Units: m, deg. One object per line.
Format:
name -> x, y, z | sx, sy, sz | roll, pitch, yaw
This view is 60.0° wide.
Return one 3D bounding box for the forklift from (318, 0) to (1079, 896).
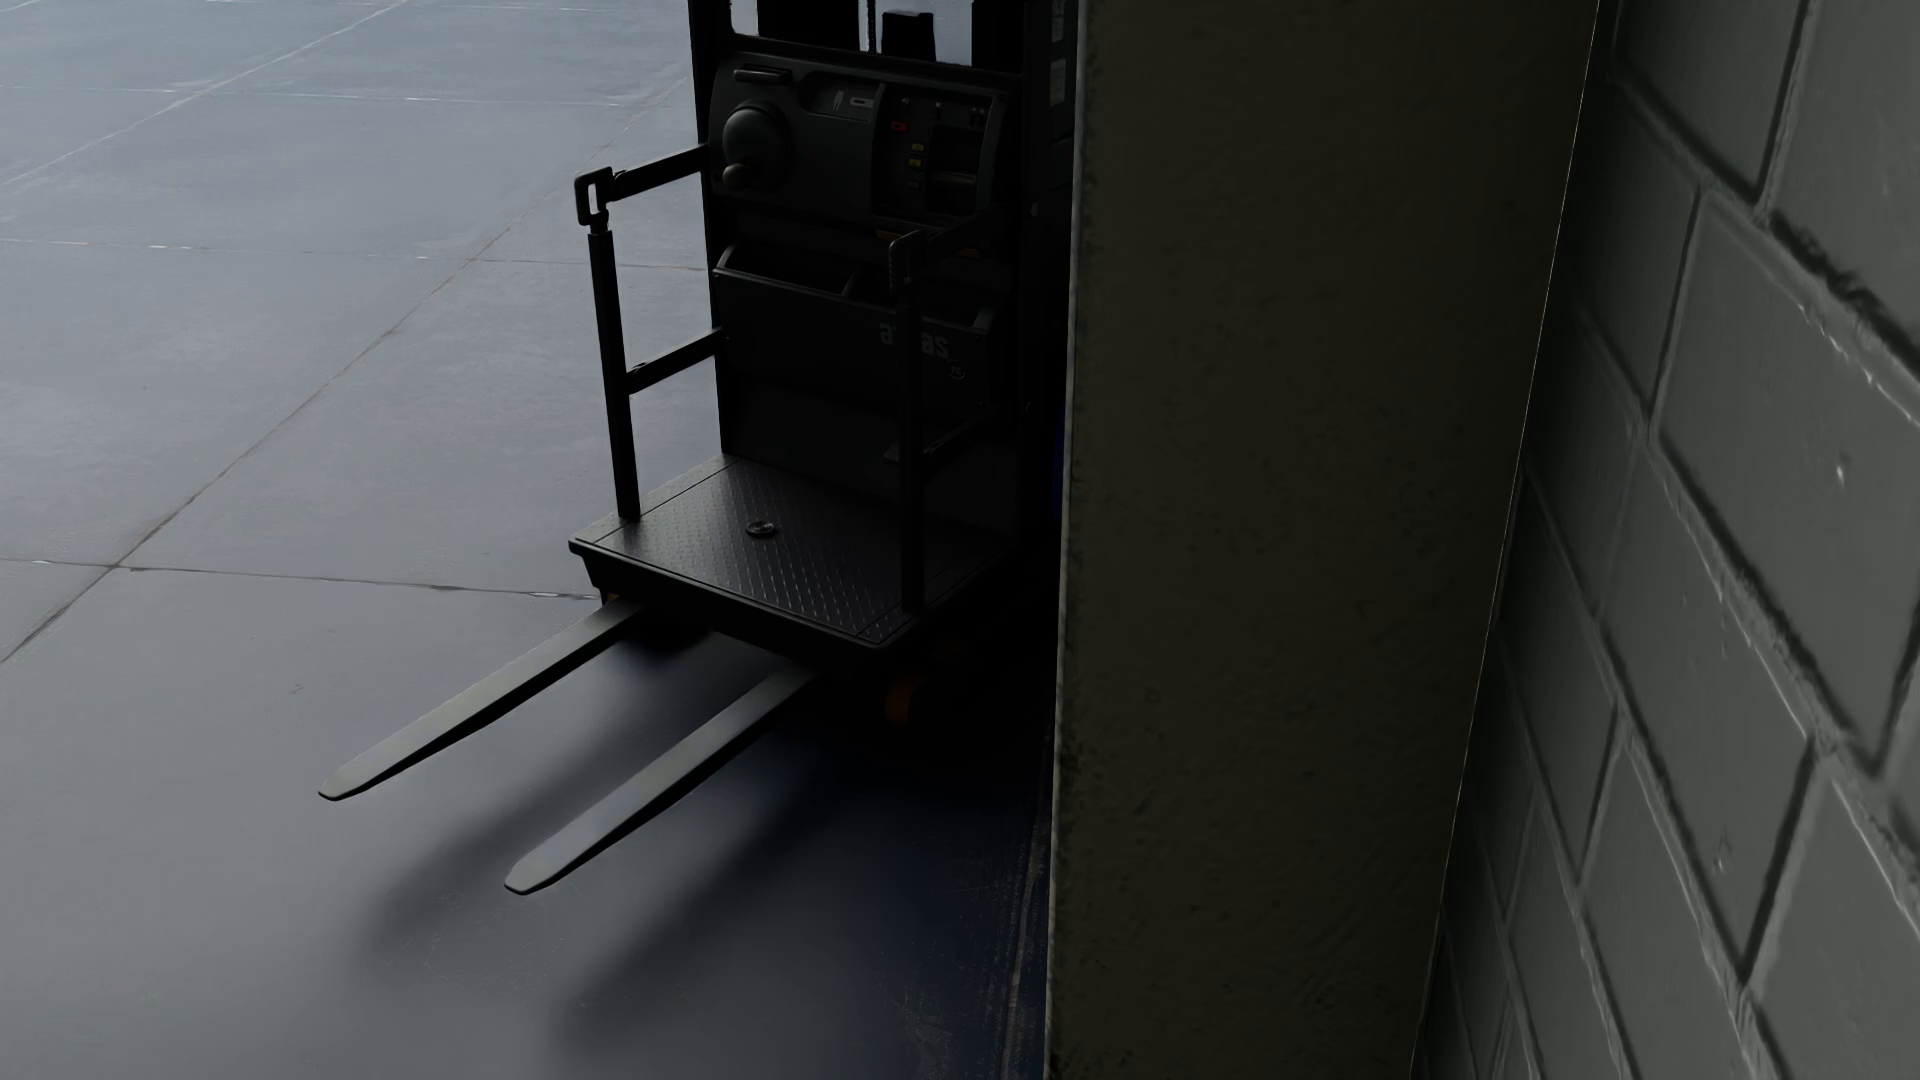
forklift -> -0.395, -1.028, 4.232 | 1.130, 2.935, 3.031 | 17, 33, 28
